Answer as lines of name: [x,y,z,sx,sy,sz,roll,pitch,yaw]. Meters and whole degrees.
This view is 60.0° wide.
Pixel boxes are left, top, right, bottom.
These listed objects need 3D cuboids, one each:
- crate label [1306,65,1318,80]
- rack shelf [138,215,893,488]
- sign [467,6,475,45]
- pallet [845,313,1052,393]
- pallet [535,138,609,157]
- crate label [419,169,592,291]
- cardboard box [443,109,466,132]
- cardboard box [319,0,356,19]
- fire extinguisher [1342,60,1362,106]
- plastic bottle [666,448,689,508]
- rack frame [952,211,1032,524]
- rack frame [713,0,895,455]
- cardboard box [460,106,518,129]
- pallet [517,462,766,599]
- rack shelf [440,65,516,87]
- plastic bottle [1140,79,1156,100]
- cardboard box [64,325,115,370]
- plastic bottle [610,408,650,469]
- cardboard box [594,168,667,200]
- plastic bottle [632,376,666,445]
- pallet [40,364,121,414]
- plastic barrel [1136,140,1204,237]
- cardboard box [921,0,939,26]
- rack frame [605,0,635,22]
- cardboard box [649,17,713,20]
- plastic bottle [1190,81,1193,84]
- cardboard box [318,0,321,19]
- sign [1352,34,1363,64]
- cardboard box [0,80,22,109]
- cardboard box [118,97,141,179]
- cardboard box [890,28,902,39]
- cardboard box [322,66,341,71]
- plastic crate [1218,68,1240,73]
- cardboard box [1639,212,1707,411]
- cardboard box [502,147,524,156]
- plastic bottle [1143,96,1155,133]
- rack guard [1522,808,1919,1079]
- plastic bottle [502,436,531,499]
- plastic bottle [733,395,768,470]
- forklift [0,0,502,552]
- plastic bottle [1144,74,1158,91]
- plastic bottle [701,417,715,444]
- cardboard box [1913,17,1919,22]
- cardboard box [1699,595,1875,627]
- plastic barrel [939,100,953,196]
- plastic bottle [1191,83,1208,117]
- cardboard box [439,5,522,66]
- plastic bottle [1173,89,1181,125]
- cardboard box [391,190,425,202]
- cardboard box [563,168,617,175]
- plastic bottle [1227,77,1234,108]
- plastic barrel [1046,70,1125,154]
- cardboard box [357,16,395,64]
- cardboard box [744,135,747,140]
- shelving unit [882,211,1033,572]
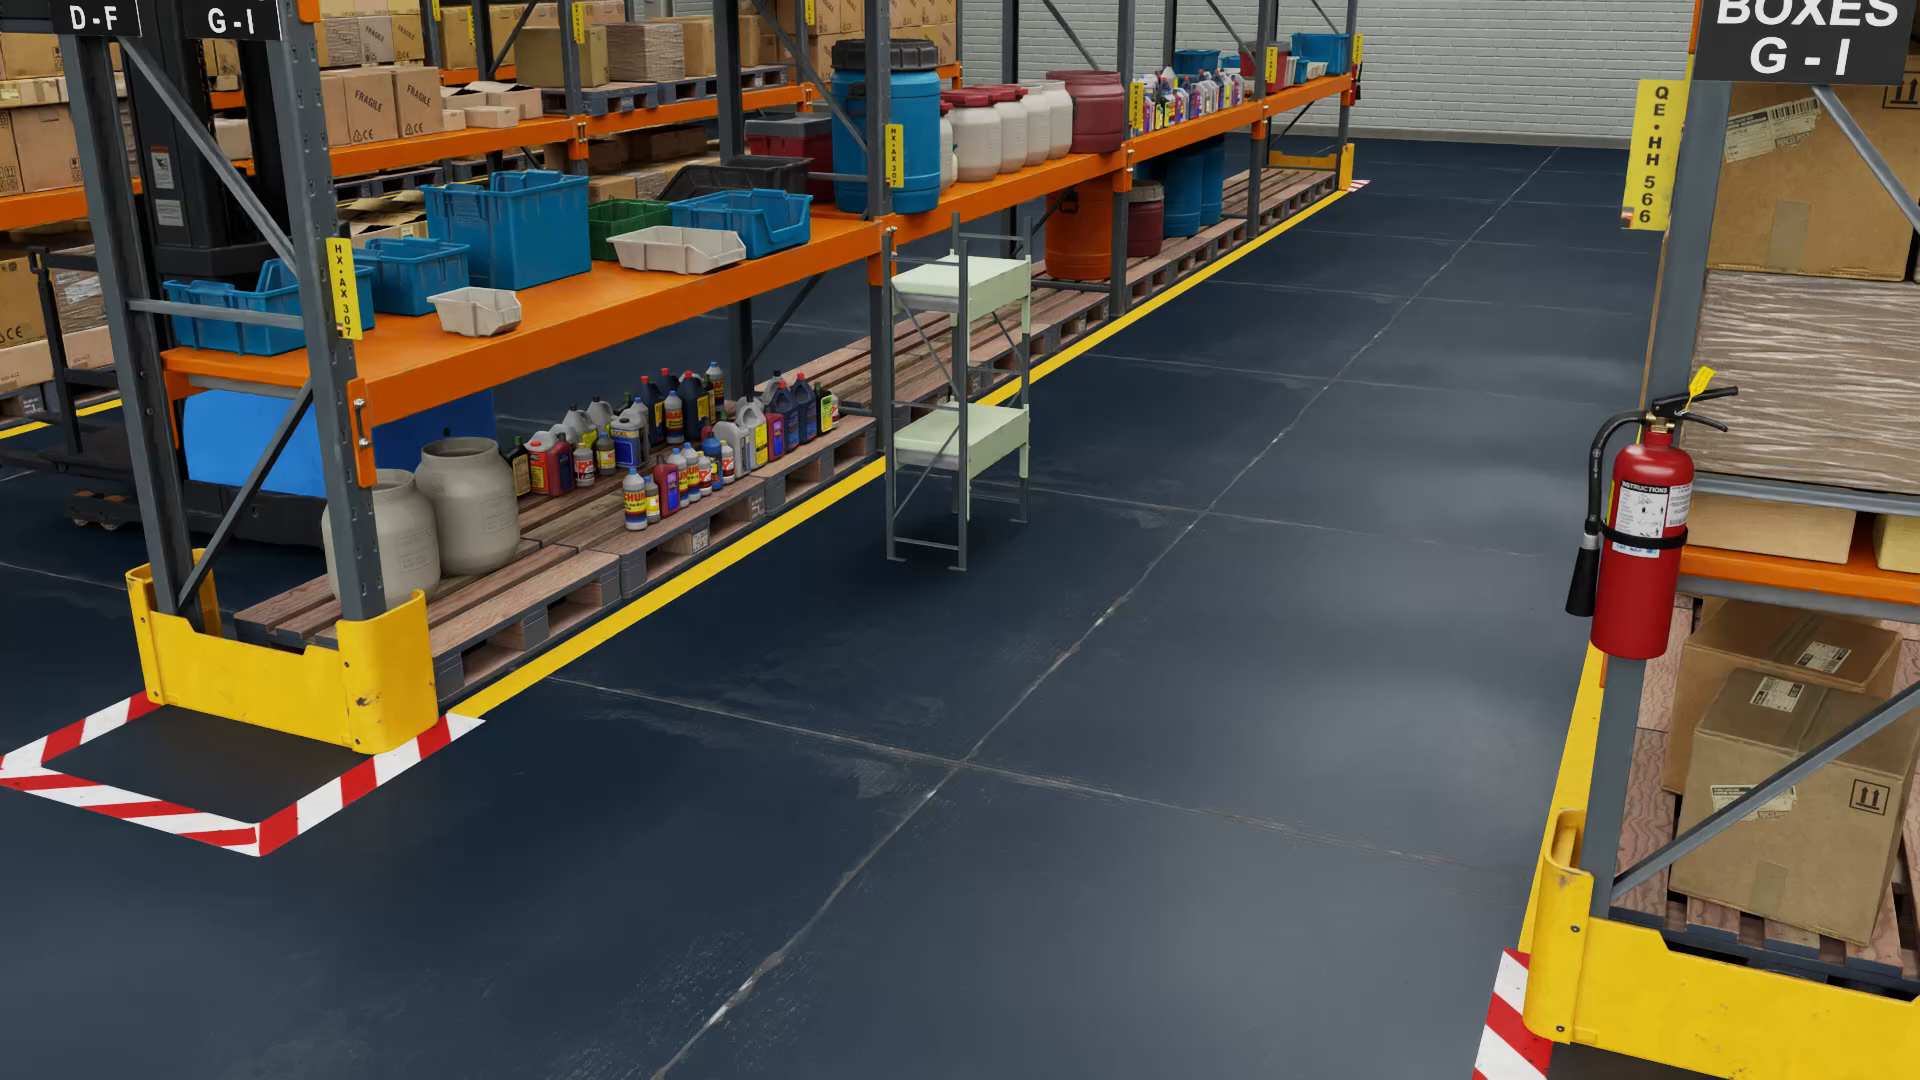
crate label: [3.678,-5.101,18.139,0.396,0.136,0.243,9,21,23]
rack shelf: [-1.663,-1.027,7.455,1.077,0.370,4.000,9,21,23]
sign: [-4.222,-4.461,14.426,0.100,0.325,0.005,9,21,23]
pallet: [-0.060,-1.284,11.263,1.003,0.211,1.213,9,21,23]
pallet: [-5.224,-5.436,22.940,1.003,0.211,1.213,9,21,23]
crate label: [-1.975,-1.371,7.296,0.502,0.435,0.616,9,21,23]
cardboard box: [-4.194,-3.365,13.330,0.380,0.149,0.250,10,22,27]
cardboard box: [-6.991,-5.844,18.182,0.500,0.250,0.500,9,21,24]
fire extinguisher: [4.546,-5.418,19.398,0.296,0.674,0.183,9,21,23]
plastic bottle: [-1.315,-0.293,7.731,0.097,0.271,0.097,0,20,0]
rack frame: [0.147,-0.816,8.026,0.400,1.500,0.023,9,21,23]
rack frame: [-0.844,-1.978,9.053,1.000,3.000,0.127,9,21,23]
cardboard box: [-3.840,-3.450,13.568,0.380,0.149,0.250,9,21,23]
pallet: [-1.655,-0.090,7.907,1.003,0.211,1.213,9,21,23]
rack shelf: [-5.787,-6.055,21.592,1.077,0.370,4.000,9,21,23]
plastic bottle: [1.655,-3.972,14.845,0.152,0.276,0.135,9,21,23]
cardboard box: [-5.566,-1.238,10.449,0.500,0.250,0.500,9,21,23]
plastic bottle: [-1.659,-0.512,8.339,0.152,0.276,0.135,9,21,23]
cardboard box: [-3.067,-3.172,15.484,0.500,0.500,0.500,8,21,21]
plastic bottle: [-1.630,-0.689,8.728,0.144,0.351,0.185,8,21,20]
pallet: [-5.725,-1.107,10.767,1.003,0.211,1.213,9,21,23]
plastic barrel: [1.904,-3.252,15.141,0.600,0.901,0.708,9,21,23]
cardboard box: [-0.585,-6.517,20.175,0.500,0.500,0.500,9,22,24]
rack frame: [-4.968,-7.005,23.191,1.000,3.000,0.127,9,21,23]
cardboard box: [-2.707,-5.016,16.821,0.700,0.500,0.500,12,23,31]
plastic bottle: [2.033,-3.902,14.657,0.097,0.271,0.097,0,20,0]
cardboard box: [-7.199,-5.688,17.744,0.500,0.250,0.500,8,21,22]
sign: [4.579,-5.652,19.143,0.100,0.325,0.005,9,21,23]
cardboard box: [-5.696,-2.588,9.652,0.380,0.149,0.250,8,21,22]
cardboard box: [-5.537,-2.569,10.567,0.700,0.500,0.500,8,21,21]
cardboard box: [-1.008,-5.735,19.469,0.500,0.500,0.500,8,21,22]
cardboard box: [-7.047,-5.149,18.316,0.380,0.149,0.250,8,21,21]
plastic crate: [2.871,-4.901,17.577,0.293,0.136,0.466,9,21,23]
cardboard box: [2.382,-0.596,4.576,0.875,0.500,0.500,9,21,23]
cardboard box: [-5.998,-5.170,21.135,0.700,0.500,0.500,8,21,22]
plastic bottle: [1.456,-3.371,13.157,0.152,0.276,0.135,9,21,23]
rack guard: [2.068,1.079,4.188,1.175,0.500,0.348,9,21,23]
plastic bottle: [-2.099,-0.342,7.852,0.061,0.283,0.133,9,22,24]
plastic bottle: [-1.056,-0.543,8.316,0.144,0.351,0.185,8,21,22]
forklift: [-3.870,-1.587,8.058,3.031,2.935,1.130,7,21,20]
plastic bottle: [1.745,-4.164,15.385,0.152,0.276,0.135,9,21,23]
plastic bottle: [-1.223,-0.477,8.230,0.061,0.283,0.133,9,21,23]
cardboard box: [3.332,-1.475,5.556,0.500,0.500,0.500,9,21,23]
cardboard box: [2.795,0.340,5.641,0.500,0.500,0.500,11,22,28]
plastic barrel: [-0.252,-2.304,9.768,0.433,0.535,0.433,0,20,0]
plastic bottle: [2.059,-3.822,14.425,0.152,0.276,0.135,9,21,23]
cardboard box: [-6.065,-6.310,20.787,0.980,0.700,0.700,8,21,21]
plastic bottle: [1.781,-3.580,13.734,0.061,0.283,0.133,9,21,23]
cardboard box: [-4.413,-2.766,13.911,0.500,0.311,0.500,8,21,21]
cardboard box: [-3.555,-3.229,15.646,0.500,0.500,0.500,9,22,25]
plastic bottle: [2.416,-4.088,15.173,0.152,0.276,0.135,9,21,23]
plastic barrel: [0.880,-3.081,11.953,0.600,0.536,0.708,9,21,23]
cardboard box: [-6.765,-5.646,18.746,0.500,0.500,0.500,9,21,23]
cardboard box: [-2.111,-4.347,18.789,0.500,0.500,0.500,9,21,23]
shelving unit: [-0.003,-0.705,7.712,0.431,1.500,0.755,9,21,23]
